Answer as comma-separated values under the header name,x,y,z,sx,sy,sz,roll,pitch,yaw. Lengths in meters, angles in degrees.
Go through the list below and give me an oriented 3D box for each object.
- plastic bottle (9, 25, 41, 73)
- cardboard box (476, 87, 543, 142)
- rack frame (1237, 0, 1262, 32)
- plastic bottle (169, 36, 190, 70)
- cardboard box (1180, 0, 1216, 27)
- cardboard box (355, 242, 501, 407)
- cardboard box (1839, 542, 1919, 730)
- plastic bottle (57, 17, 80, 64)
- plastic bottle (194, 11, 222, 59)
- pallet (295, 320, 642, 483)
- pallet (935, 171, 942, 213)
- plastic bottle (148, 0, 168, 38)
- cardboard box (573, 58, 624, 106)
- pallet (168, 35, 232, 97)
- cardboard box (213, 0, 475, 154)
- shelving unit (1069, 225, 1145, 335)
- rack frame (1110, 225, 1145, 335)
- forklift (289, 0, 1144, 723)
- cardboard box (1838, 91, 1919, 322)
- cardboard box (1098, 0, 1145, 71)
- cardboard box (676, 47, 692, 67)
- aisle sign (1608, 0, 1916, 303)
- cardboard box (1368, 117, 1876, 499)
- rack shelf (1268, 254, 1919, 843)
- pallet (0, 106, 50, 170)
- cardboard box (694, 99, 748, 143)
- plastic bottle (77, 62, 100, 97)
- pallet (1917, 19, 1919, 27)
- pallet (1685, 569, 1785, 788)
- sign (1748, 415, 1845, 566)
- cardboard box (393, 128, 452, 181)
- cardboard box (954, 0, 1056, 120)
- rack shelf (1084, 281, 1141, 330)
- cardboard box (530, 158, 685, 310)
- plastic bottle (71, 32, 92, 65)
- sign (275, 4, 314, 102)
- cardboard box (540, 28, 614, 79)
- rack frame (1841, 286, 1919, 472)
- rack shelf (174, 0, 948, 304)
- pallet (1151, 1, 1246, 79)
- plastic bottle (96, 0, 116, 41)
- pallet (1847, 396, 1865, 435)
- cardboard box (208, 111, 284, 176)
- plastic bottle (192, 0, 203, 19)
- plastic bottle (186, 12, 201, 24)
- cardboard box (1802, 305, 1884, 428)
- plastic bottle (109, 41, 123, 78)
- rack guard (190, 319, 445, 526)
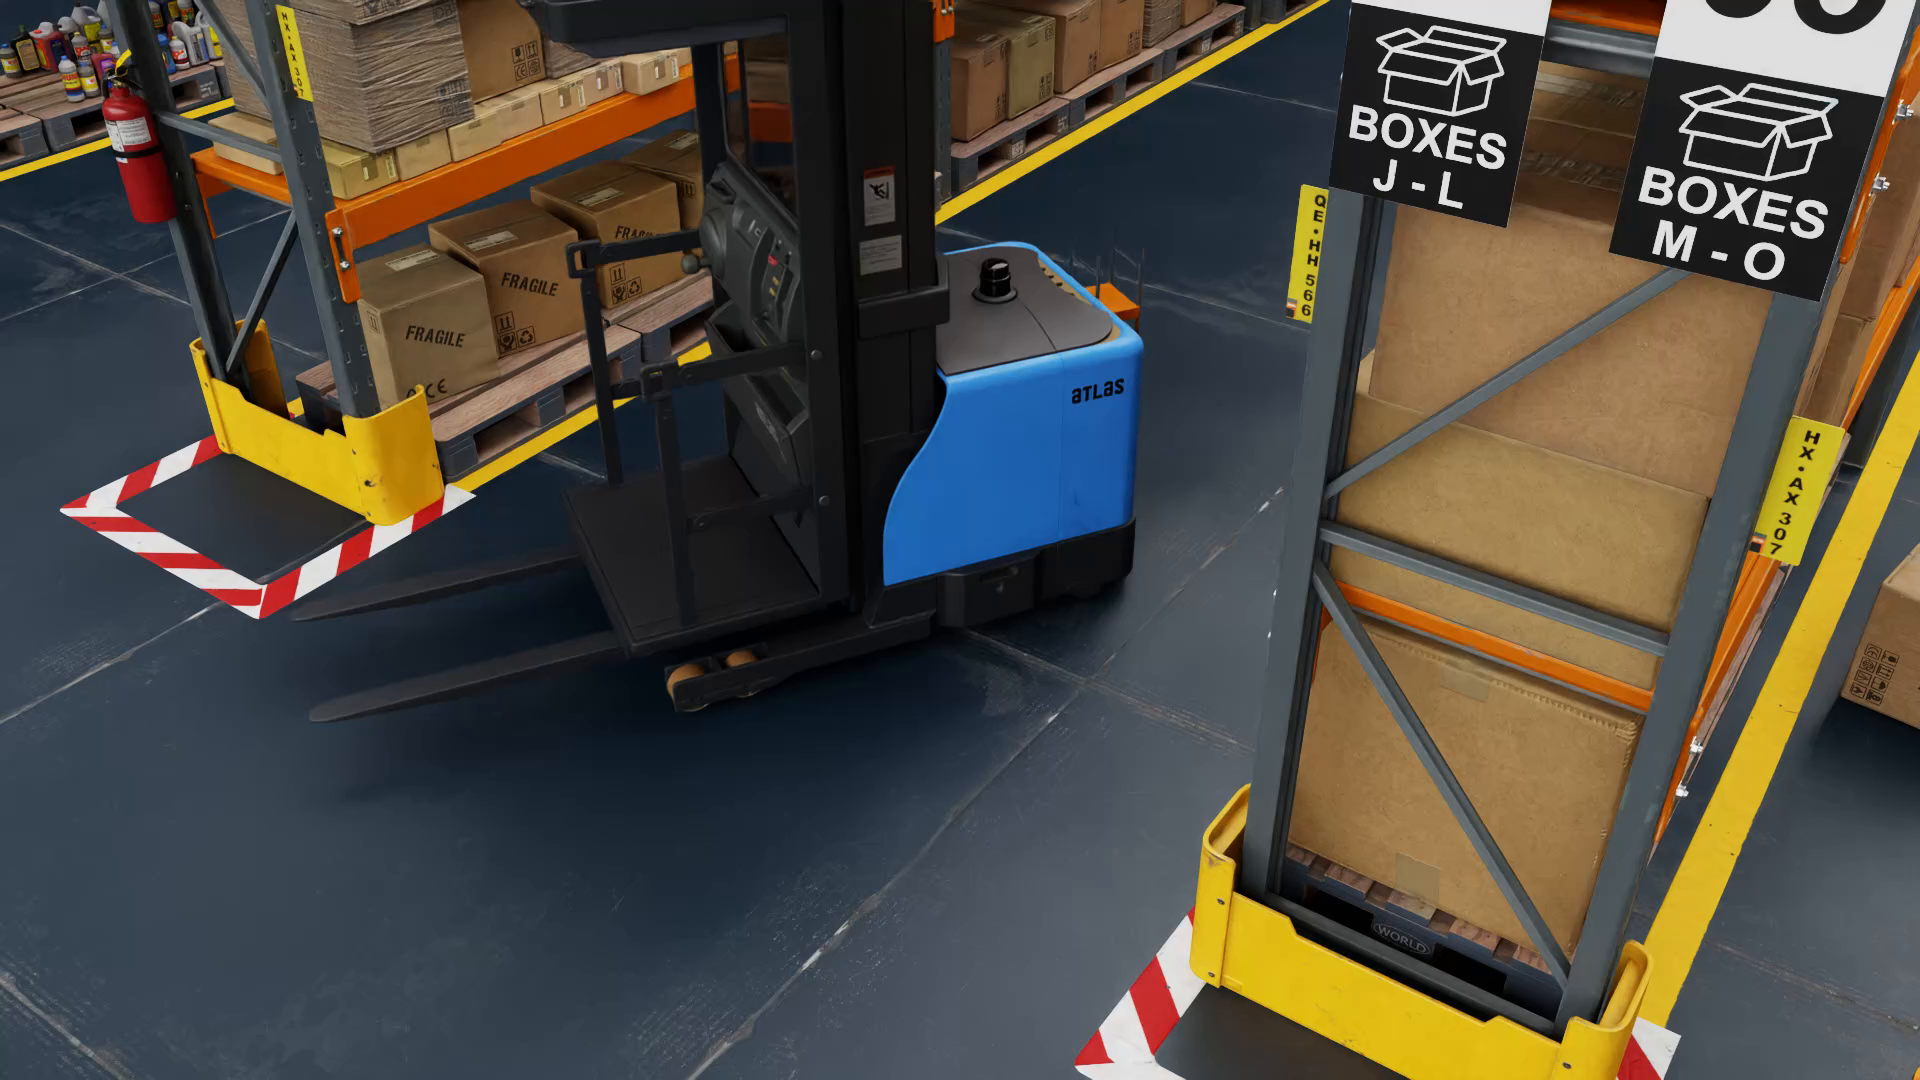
name,x,y,z,sx,sy,sz,roll,pitch,yaw
plastic bottle,-6.106,-3.200,10.837,0.061,0.283,0.133,22,40,29
cardboard box,-1.978,-1.808,6.971,0.380,0.149,0.250,21,39,28
rack frame,1.786,-5.198,11.759,1.000,3.000,0.127,21,39,28
plastic bottle,-5.128,-3.200,10.910,0.097,0.201,0.097,0,34,0
cardboard box,1.421,-4.030,11.871,0.700,0.500,0.500,19,38,26
cardboard box,-2.405,-0.937,7.314,0.500,0.500,0.500,-29,43,-35
cardboard box,3.480,0.350,5.784,0.500,0.500,0.500,29,44,36
plastic bottle,-5.912,-3.309,11.004,0.152,0.276,0.135,20,39,27
plastic bottle,-4.987,-3.399,11.070,0.144,0.351,0.185,21,39,28
pallet,-2.240,-0.759,7.684,1.003,0.211,1.213,21,39,28
pallet,-0.848,-1.882,9.344,1.003,0.211,1.213,21,39,28
plastic bottle,-5.525,-3.586,11.418,0.097,0.271,0.097,0,34,0
cardboard box,-1.710,-2.045,7.320,0.380,0.149,0.250,21,39,28
pallet,-4.981,-3.488,11.720,1.003,0.211,1.213,21,39,28
cardboard box,-2.439,-1.926,6.565,0.875,0.500,0.500,21,39,28
shelving unit,0.556,-0.632,6.614,0.189,1.200,0.258,-14,37,-20
rack frame,0.639,-0.653,6.645,0.006,1.200,0.240,-14,37,-20
forklift,-0.890,-0.948,5.535,3.031,2.935,1.130,-14,37,-20
cardboard box,2.154,-1.050,4.528,0.875,0.550,0.550,21,39,28
cardboard box,0.797,-3.508,11.098,0.700,0.500,0.500,25,41,32
cardboard box,-1.448,-2.284,7.674,0.380,0.149,0.250,21,39,28
aisle sign,1.448,-0.834,2.985,0.394,0.787,0.004,21,39,28
cardboard box,1.485,-0.554,3.793,0.875,0.550,0.550,21,39,28
rack shelf,2.382,-0.508,5.466,1.077,0.370,4.000,21,39,28
pallet,-6.372,-2.366,10.060,1.003,0.211,1.213,21,39,28
cardboard box,-1.076,-2.059,8.973,0.500,0.500,0.500,-23,40,-30
plastic bottle,-5.495,-2.904,10.472,0.097,0.201,0.097,0,34,0
pallet,1.656,-1.436,3.598,1.003,0.211,1.213,21,39,28
pallet,2.330,0.317,6.092,1.003,0.211,1.213,21,39,28
sign,1.694,-0.097,3.372,0.100,0.325,0.005,21,39,28
cardboard box,-2.259,-1.576,6.628,0.380,0.149,0.250,21,39,28
cardboard box,0.161,-2.993,10.337,0.700,0.500,0.500,21,39,28
rack shelf,0.556,-0.893,6.437,0.180,0.103,0.258,-14,37,-20
cardboard box,-1.720,-1.505,8.155,0.500,0.500,0.500,25,42,32
plastic bottle,-5.799,-3.247,10.979,0.097,0.201,0.097,0,34,0
sign,-2.329,-1.702,5.816,0.100,0.325,0.005,21,39,28
cardboard box,-1.932,-2.410,7.282,0.875,0.500,0.500,21,39,28
rack frame,3.523,-1.727,6.625,1.000,3.000,0.127,21,39,28
rack shelf,-1.635,-2.139,7.877,1.077,0.370,4.000,21,39,28
pallet,1.339,-3.684,12.009,1.003,0.211,1.213,21,39,28
plastic bottle,-5.715,-3.503,11.224,0.144,0.351,0.185,21,39,28
pallet,3.901,-0.951,7.967,1.003,0.211,1.213,21,39,28
cardboard box,-2.782,-1.610,6.677,0.380,0.149,0.250,21,39,28
plastic bottle,-5.246,-3.739,11.574,0.144,0.351,0.185,21,39,28
plastic bottle,-5.086,-3.392,11.120,0.061,0.283,0.133,21,39,28
cardboard box,2.134,-0.611,4.842,0.875,0.550,0.550,21,39,28
plastic bottle,-5.359,-3.043,10.615,0.097,0.271,0.097,0,34,0
rack guard,-2.732,-0.516,7.067,1.175,0.500,0.348,21,39,28
